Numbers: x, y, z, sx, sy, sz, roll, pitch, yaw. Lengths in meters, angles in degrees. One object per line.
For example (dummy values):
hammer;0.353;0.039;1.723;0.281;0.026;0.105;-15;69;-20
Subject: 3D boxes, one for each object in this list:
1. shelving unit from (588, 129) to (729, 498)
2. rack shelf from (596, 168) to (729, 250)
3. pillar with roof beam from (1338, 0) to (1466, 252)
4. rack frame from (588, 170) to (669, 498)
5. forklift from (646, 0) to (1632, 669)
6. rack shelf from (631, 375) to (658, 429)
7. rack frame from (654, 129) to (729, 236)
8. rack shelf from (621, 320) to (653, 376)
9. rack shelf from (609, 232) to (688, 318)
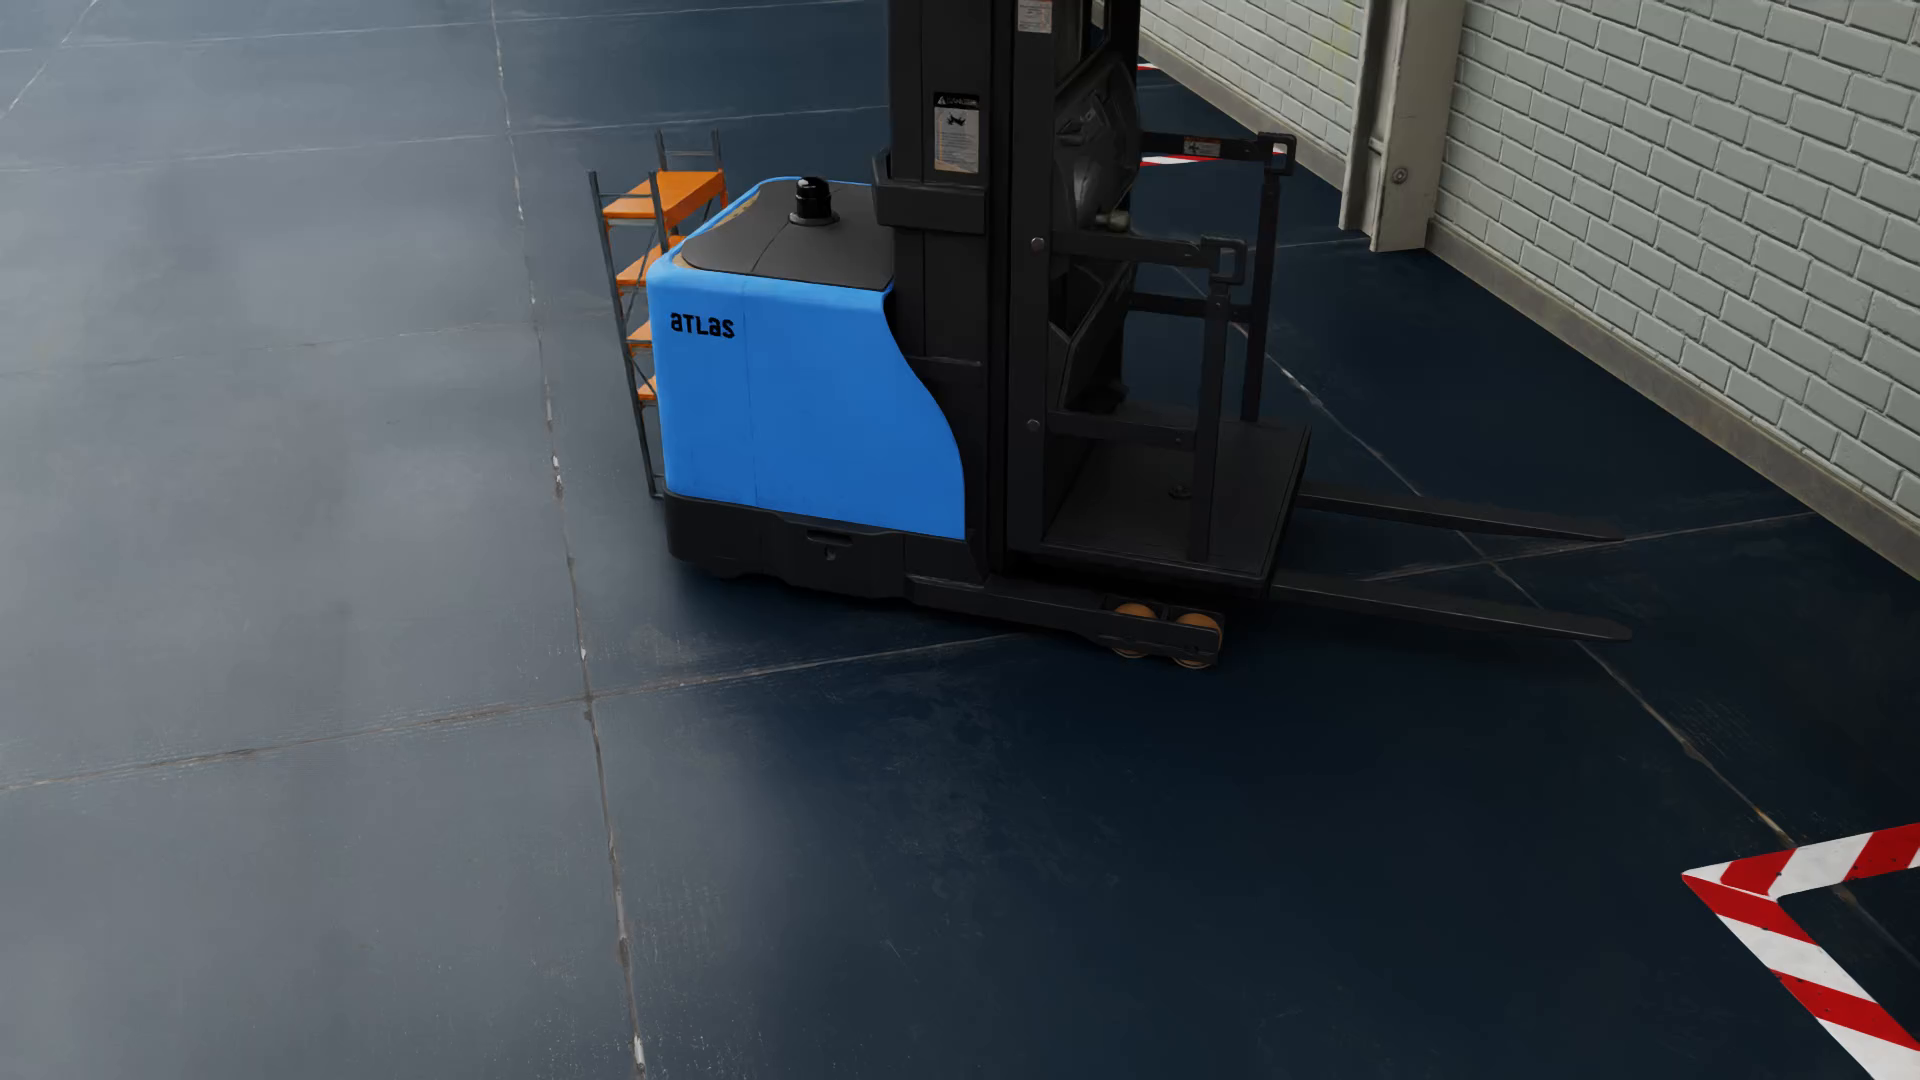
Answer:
shelving unit;-0.982;-0.792;5.901;0.258;1.200;0.503;4;30;17
rack shelf;-1.014;-1.136;5.713;0.258;0.148;0.480;4;30;17
pillar with roof beam;-2.011;-4.856;5.157;9.100;9.000;0.400;-8;31;-13
rack frame;-1.053;-0.675;5.699;0.240;1.200;0.015;4;30;17
forklift;0.598;-1.174;4.853;3.031;2.935;1.130;9;31;15
rack shelf;-0.960;-0.560;6.027;0.258;0.148;0.480;4;30;17
rack frame;-0.911;-0.909;6.103;0.240;1.200;0.015;4;30;17
rack shelf;-0.976;-0.733;5.933;0.258;0.148;0.480;4;30;17
rack shelf;-0.995;-0.929;5.826;0.258;0.148;0.480;4;30;17
